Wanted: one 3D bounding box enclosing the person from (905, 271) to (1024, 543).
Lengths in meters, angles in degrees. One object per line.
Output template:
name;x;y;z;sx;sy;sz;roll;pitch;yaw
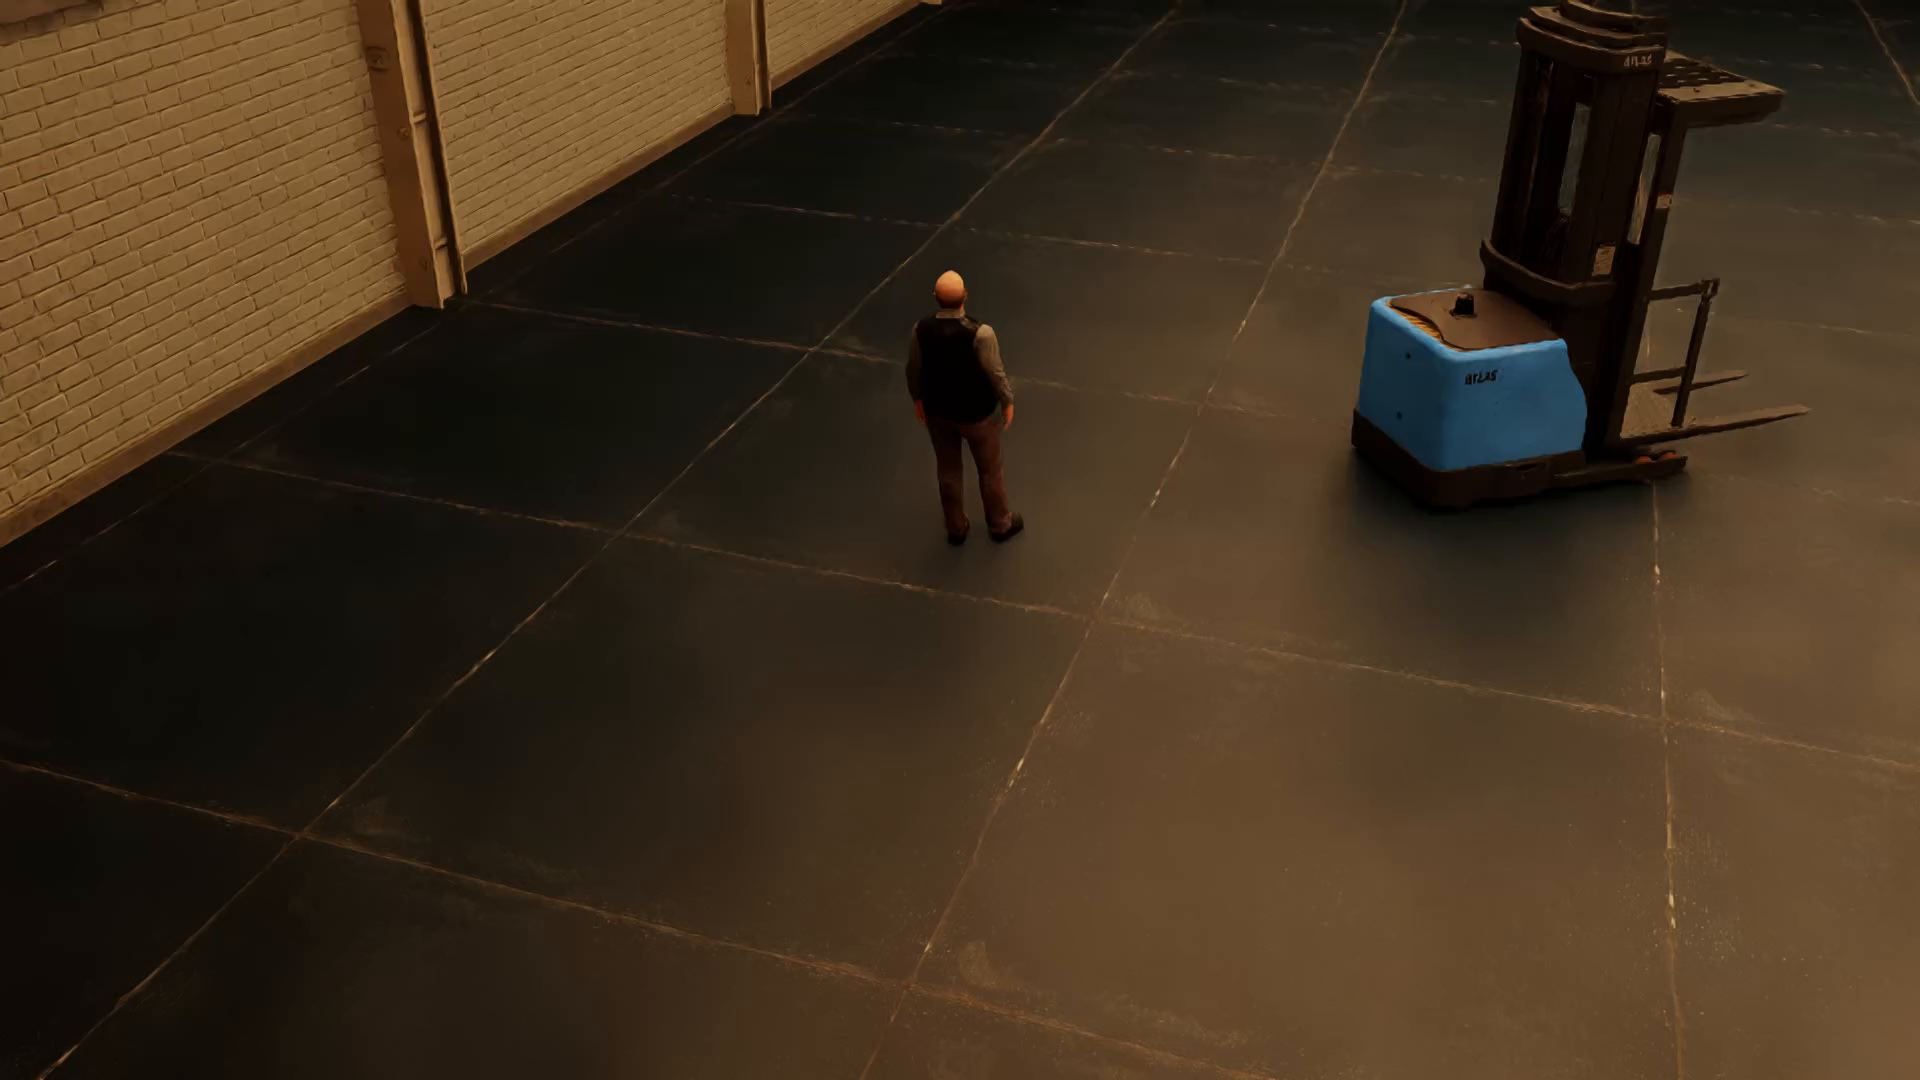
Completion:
person;0.028;-0.782;9.715;0.632;1.720;0.567;10;31;16

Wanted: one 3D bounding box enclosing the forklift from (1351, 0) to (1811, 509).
forklift;4.184;-1.884;10.442;3.031;2.935;1.130;-9;31;-15
